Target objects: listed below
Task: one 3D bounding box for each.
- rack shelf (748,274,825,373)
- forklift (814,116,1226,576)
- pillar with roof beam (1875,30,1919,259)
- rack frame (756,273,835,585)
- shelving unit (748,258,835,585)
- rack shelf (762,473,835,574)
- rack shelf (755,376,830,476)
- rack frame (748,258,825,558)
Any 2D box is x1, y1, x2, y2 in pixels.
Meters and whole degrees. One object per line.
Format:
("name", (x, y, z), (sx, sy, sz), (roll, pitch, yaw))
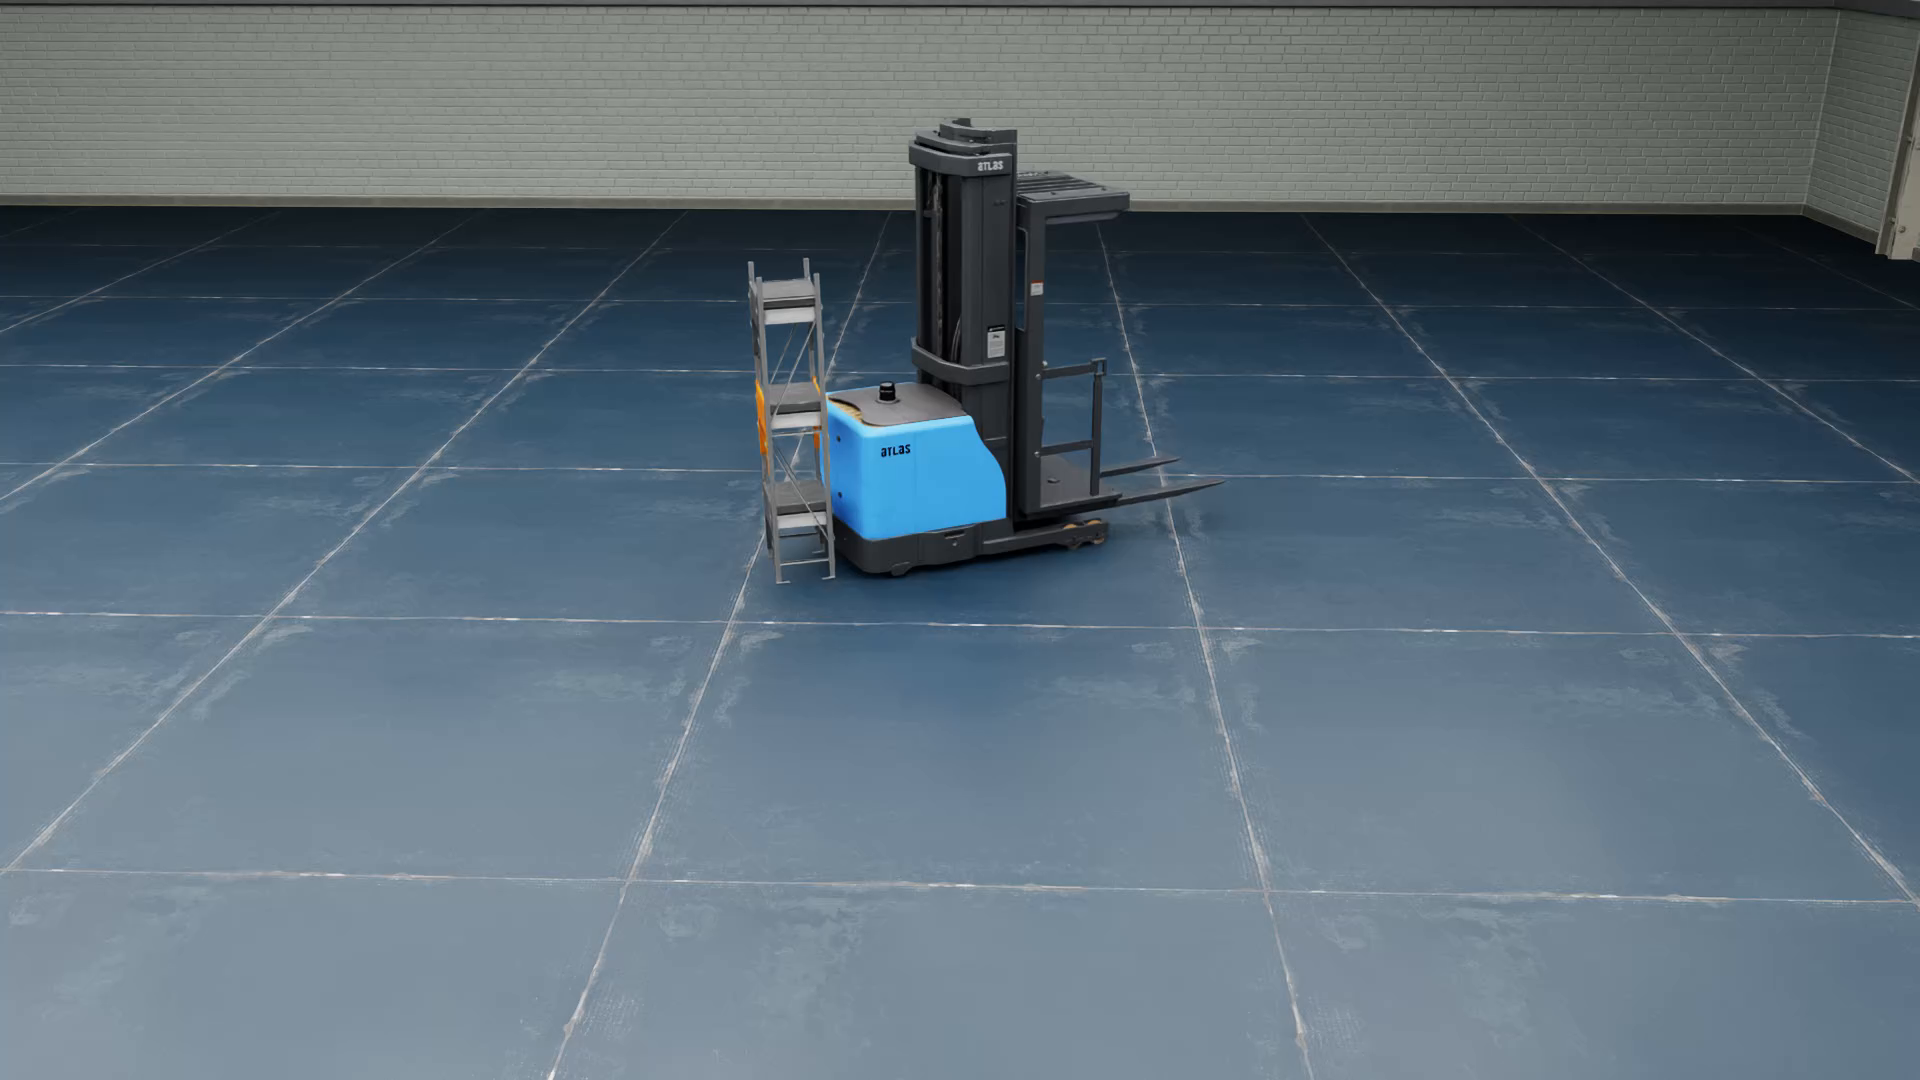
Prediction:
("rack shelf", (-1.136, -1.422, 10.879), (0.431, 0.518, 0.480), (-6, 22, -11))
("forklift", (0.504, -1.471, 11.769), (3.031, 2.935, 1.130), (-10, 23, -24))
("pillar with roof beam", (7.764, -7.909, 19.973), (9.100, 9.000, 0.400), (1, 21, 2))
("rack frame", (-1.068, -0.697, 10.908), (0.400, 2.100, 0.015), (-6, 22, -11))
("shelving unit", (-1.122, -0.783, 11.130), (0.431, 2.100, 0.503), (-6, 22, -11))
("rack shelf", (-1.106, -0.119, 11.391), (0.431, 0.518, 0.480), (-6, 22, -11))
("rack shelf", (-1.121, -0.770, 11.135), (0.431, 0.518, 0.480), (-6, 22, -11))
("rack frame", (-1.175, -0.869, 11.352), (0.400, 2.100, 0.015), (-6, 22, -11))
